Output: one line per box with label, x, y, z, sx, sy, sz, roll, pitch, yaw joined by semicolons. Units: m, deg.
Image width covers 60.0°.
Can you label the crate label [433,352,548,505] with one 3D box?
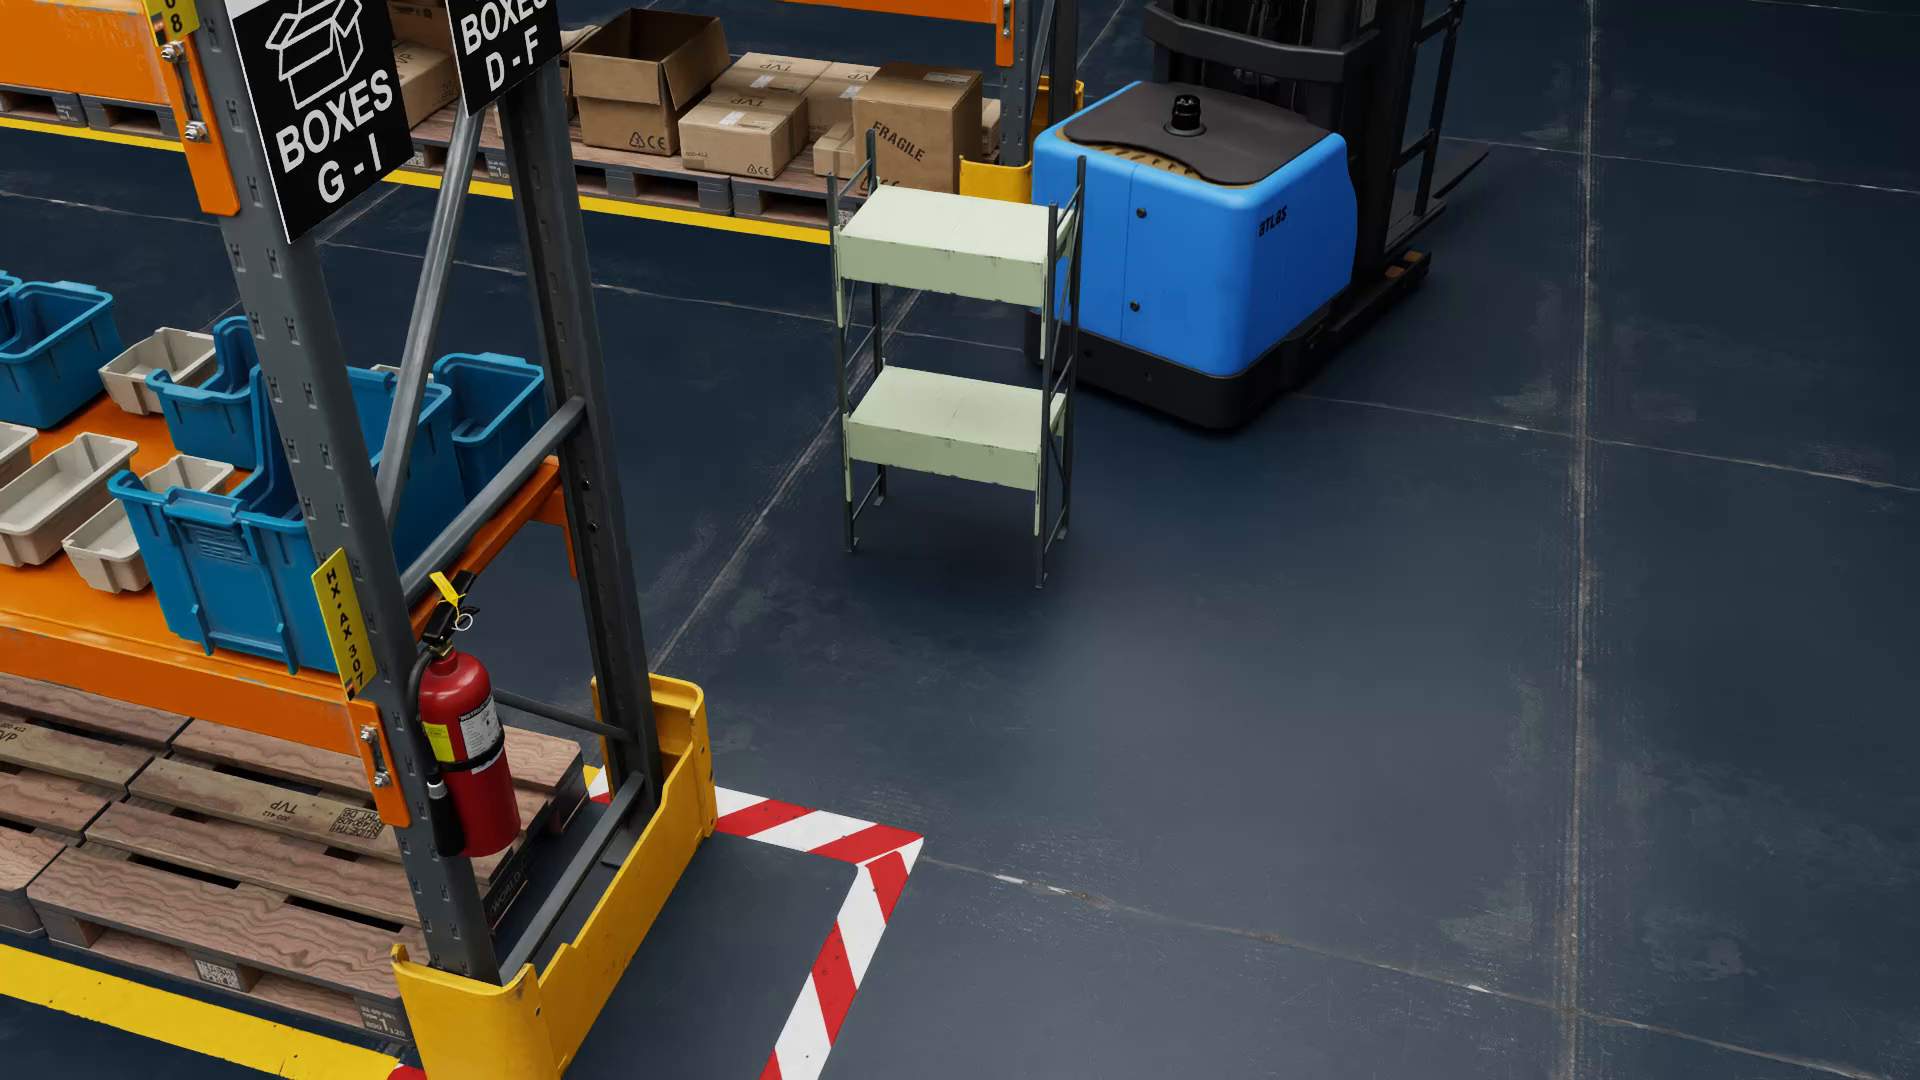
crate label;-1.226;-0.262;4.166;0.303;0.233;0.416;10;38;14

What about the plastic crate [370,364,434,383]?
plastic crate;-1.507;-0.327;4.335;0.298;0.136;0.250;10;38;14

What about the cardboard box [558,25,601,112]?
cardboard box;-2.082;-2.606;9.157;0.500;0.311;0.500;10;38;14

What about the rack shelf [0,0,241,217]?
rack shelf;-2.998;-1.347;3.626;4.000;0.370;1.077;10;38;14

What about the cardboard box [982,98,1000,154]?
cardboard box;0.095;-2.175;8.708;0.250;0.149;0.380;10;38;14

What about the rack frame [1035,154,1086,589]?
rack frame;0.343;-0.541;5.719;0.023;1.500;0.400;10;38;14

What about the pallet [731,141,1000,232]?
pallet;-0.442;-1.908;8.664;1.213;0.211;1.003;10;38;14

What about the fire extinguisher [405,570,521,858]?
fire extinguisher;-1.080;0.390;3.570;0.183;0.674;0.296;10;38;14

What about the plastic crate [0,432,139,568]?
plastic crate;-2.193;-0.094;4.020;0.243;0.136;0.396;10;38;14

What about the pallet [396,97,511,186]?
pallet;-2.771;-2.339;9.250;1.213;0.211;1.003;10;38;14

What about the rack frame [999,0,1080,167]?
rack frame;0.392;-2.877;7.629;0.127;3.000;1.000;10;38;14

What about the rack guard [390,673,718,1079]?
rack guard;-1.062;0.928;4.567;0.348;0.500;1.175;10;38;14

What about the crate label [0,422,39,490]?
crate label;-2.466;-0.130;4.068;0.243;0.136;0.396;10;38;14

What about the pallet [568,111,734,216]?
pallet;-1.602;-2.125;8.959;1.213;0.211;1.003;10;38;14

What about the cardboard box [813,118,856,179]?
cardboard box;-0.560;-1.993;8.446;0.250;0.166;0.380;10;38;14

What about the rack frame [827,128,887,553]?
rack frame;-0.356;-0.670;5.895;0.023;1.500;0.400;10;38;14

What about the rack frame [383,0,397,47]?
rack frame;-3.426;-3.584;8.589;0.127;3.000;1.000;10;38;14

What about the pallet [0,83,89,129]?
pallet;-5.382;-2.798;9.874;1.213;0.211;1.003;10;38;14

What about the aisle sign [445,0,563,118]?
aisle sign;-0.931;-1.278;3.262;0.004;0.787;0.394;10;38;14

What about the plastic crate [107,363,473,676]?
plastic crate;-1.464;-0.067;3.730;0.499;0.435;0.616;10;38;14

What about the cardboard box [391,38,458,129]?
cardboard box;-3.090;-2.482;8.989;0.500;0.311;0.500;10;38;14

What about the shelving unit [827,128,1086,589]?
shelving unit;-0.006;-0.605;5.807;0.755;1.500;0.431;10;38;14

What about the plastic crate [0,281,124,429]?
plastic crate;-2.483;-0.495;4.482;0.300;0.233;0.416;10;38;14

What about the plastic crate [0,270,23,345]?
plastic crate;-2.769;-0.548;4.554;0.300;0.233;0.416;10;38;14

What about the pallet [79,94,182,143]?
pallet;-4.214;-2.584;9.582;1.213;0.211;1.003;10;38;14

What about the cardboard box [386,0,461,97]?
cardboard box;-2.798;-2.815;9.281;0.500;0.500;0.500;10;38;14

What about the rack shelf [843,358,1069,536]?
rack shelf;-0.006;-0.343;6.000;0.720;0.370;0.431;10;38;14

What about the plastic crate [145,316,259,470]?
plastic crate;-1.854;-0.378;4.324;0.300;0.233;0.416;10;38;14

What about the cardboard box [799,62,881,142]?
cardboard box;-0.520;-2.292;8.782;0.500;0.250;0.500;10;38;14

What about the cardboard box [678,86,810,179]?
cardboard box;-1.098;-2.089;8.506;0.500;0.250;0.500;10;38;14

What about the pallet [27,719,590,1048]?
pallet;-1.864;0.880;4.876;1.213;0.211;1.003;10;38;14

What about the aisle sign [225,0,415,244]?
aisle sign;-1.107;-0.944;2.809;0.004;0.787;0.394;10;38;14

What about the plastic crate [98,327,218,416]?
plastic crate;-2.155;-0.447;4.498;0.298;0.136;0.250;10;38;14

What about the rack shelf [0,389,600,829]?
rack shelf;-2.998;-0.139;4.515;4.000;0.370;1.077;10;38;14

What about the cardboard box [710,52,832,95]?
cardboard box;-0.997;-2.380;8.902;0.500;0.250;0.500;10;38;14

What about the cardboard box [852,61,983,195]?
cardboard box;-0.200;-2.004;8.180;0.500;0.500;0.500;10;38;14

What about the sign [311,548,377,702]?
sign;-1.237;0.173;3.347;0.005;0.325;0.100;10;38;14

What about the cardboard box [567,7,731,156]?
cardboard box;-1.631;-2.427;8.752;0.637;0.503;0.797;10;38;14

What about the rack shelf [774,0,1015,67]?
rack shelf;-1.517;-2.941;8.322;4.000;0.370;1.077;10;38;14

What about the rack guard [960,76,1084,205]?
rack guard;0.320;-1.884;8.388;0.348;0.500;1.175;10;38;14

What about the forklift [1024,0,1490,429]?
forklift;1.572;-2.449;7.105;1.130;2.935;3.031;24;43;29

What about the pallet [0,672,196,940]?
pallet;-3.025;0.663;5.171;1.213;0.211;1.003;10;38;14

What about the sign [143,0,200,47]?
sign;-1.237;-0.927;2.537;0.005;0.325;0.100;10;38;14

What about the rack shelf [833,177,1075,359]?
rack shelf;-0.006;-0.920;5.576;0.720;0.370;0.431;10;38;14

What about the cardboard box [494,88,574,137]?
cardboard box;-2.261;-2.277;8.832;0.250;0.166;0.380;10;38;14

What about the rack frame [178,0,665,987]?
rack frame;-1.089;-0.075;3.822;0.127;3.000;1.000;10;38;14

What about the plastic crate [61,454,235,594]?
plastic crate;-1.921;-0.035;3.939;0.243;0.136;0.396;10;38;14
